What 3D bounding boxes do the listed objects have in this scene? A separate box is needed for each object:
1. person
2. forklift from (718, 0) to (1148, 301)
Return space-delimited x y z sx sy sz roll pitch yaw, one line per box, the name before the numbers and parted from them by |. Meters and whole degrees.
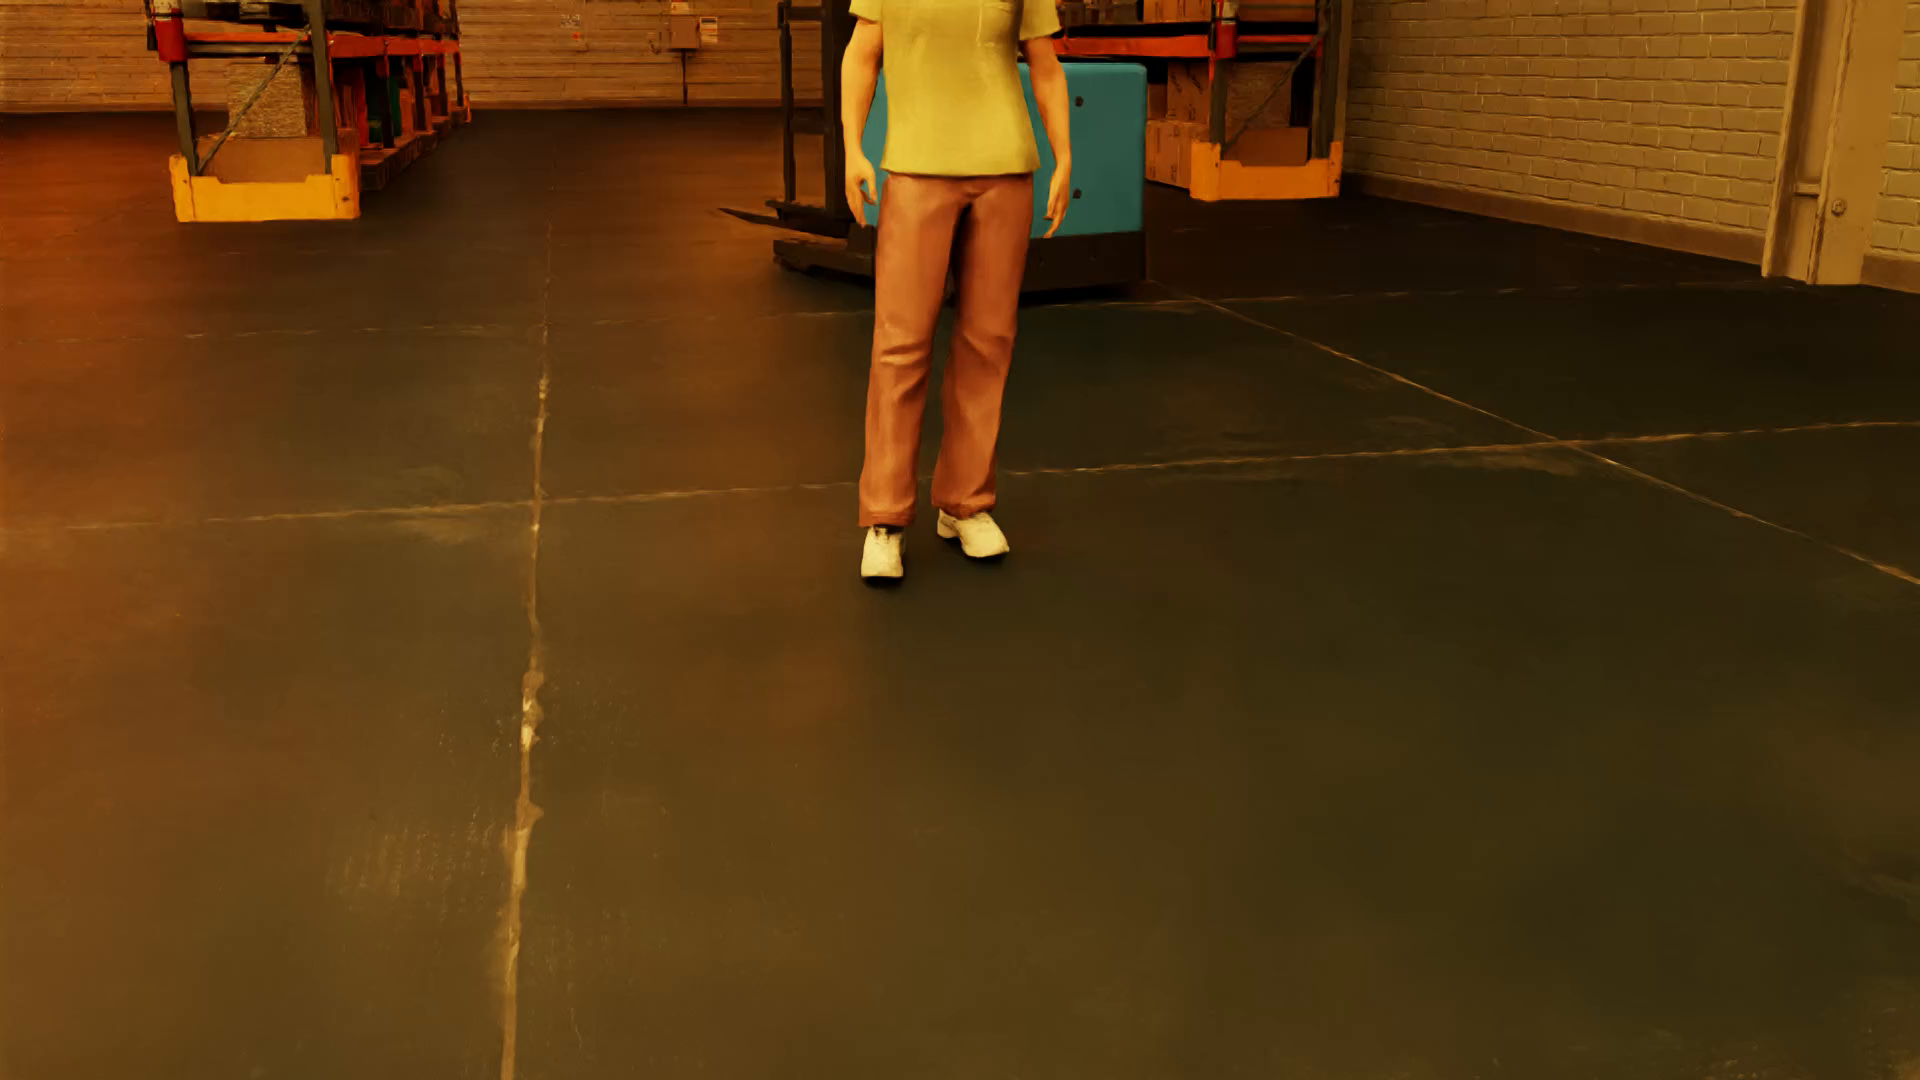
person | 0.006 -0.789 3.704 0.554 1.674 0.548 -4 17 -12
forklift | -0.335 -2.861 8.504 1.130 2.935 3.031 -10 19 -31
